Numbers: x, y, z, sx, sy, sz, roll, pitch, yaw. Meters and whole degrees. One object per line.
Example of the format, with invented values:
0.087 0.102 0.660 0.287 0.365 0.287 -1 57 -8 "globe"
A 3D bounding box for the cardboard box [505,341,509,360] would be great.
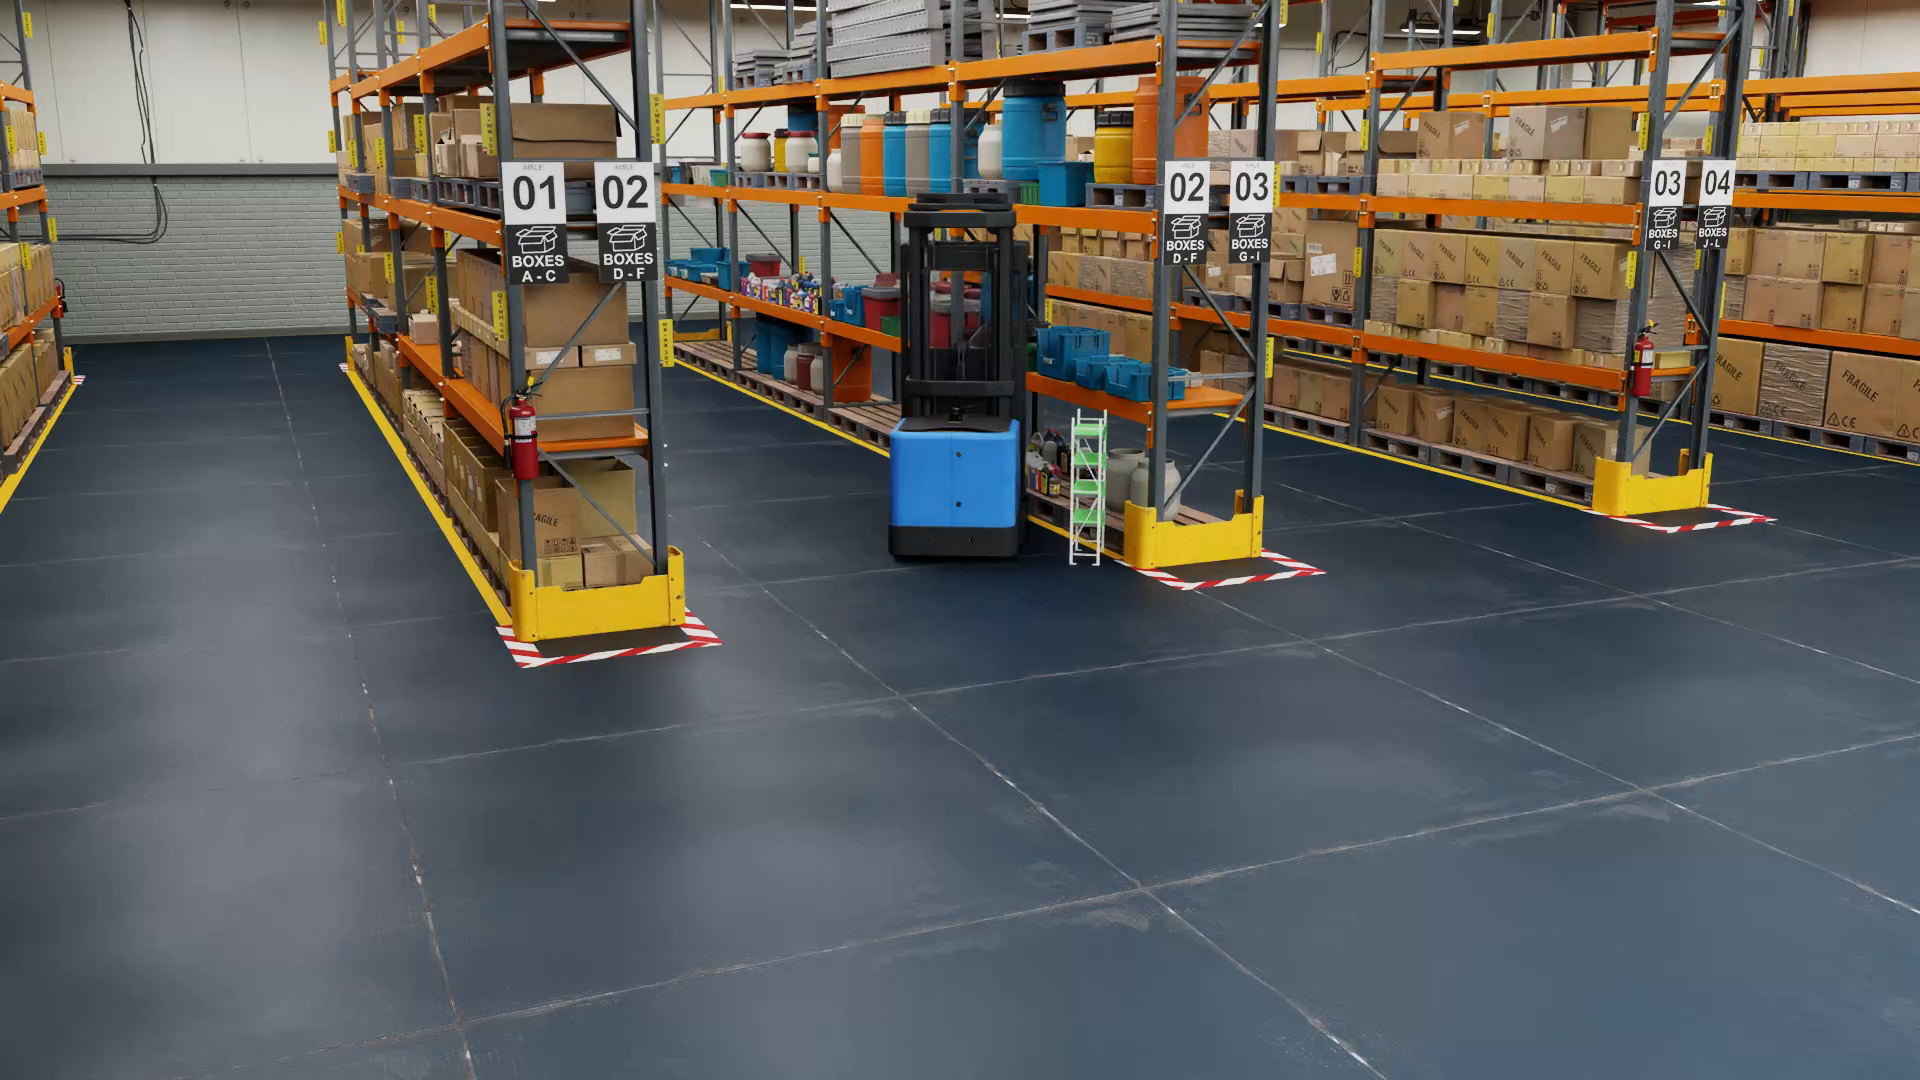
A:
-3.083 -1.387 12.049 0.380 0.149 0.250 -6 14 -24 "cardboard box"

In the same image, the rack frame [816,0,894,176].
-1.211 -5.876 19.800 1.000 3.000 0.127 -6 14 -23 "rack frame"

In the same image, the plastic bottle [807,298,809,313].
-1.886 -2.974 21.009 0.097 0.201 0.097 0 13 0 "plastic bottle"

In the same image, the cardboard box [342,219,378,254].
-9.019 -4.579 25.065 0.500 0.500 0.500 -5 14 -21 "cardboard box"

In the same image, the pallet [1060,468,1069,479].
0.622 -0.625 16.604 1.003 0.211 1.213 -6 14 -23 "pallet"

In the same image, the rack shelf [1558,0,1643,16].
11.606 -8.900 27.092 1.077 0.370 4.000 -6 14 -23 "rack shelf"

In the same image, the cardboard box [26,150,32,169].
-12.534 -5.011 21.894 0.500 0.250 0.500 -6 14 -25 "cardboard box"

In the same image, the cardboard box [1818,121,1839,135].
9.860 -4.613 18.632 0.380 0.149 0.250 -6 14 -23 "cardboard box"

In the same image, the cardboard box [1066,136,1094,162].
1.966 -5.822 25.069 0.700 0.500 0.500 -5 14 -22 "cardboard box"

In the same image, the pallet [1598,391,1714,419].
9.137 -1.795 21.658 1.003 0.211 1.213 -6 14 -23 "pallet"

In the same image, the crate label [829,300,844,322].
-1.386 -2.750 19.973 0.303 0.233 0.416 -6 14 -23 "crate label"

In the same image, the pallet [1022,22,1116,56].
1.240 -4.342 14.480 1.003 0.211 1.213 -6 14 -23 "pallet"

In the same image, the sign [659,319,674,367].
-2.035 -1.363 11.510 0.100 0.325 0.005 -6 14 -23 "sign"

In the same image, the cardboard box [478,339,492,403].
-3.551 -1.425 13.653 0.700 0.500 0.500 -5 14 -22 "cardboard box"

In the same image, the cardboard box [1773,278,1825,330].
10.023 -2.765 19.332 0.875 0.550 0.550 -6 14 -23 "cardboard box"

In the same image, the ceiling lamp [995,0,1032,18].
1.371 -11.603 31.601 2.000 3.185 0.800 -6 14 -23 "ceiling lamp"

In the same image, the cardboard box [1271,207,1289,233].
5.662 -5.514 28.441 0.500 0.500 0.500 -6 14 -25 "cardboard box"

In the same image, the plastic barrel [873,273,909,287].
-0.747 -2.951 20.165 0.600 0.536 0.708 -6 14 -23 "plastic barrel"

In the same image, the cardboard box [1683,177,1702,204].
6.576 -3.259 15.477 0.500 0.250 0.500 -5 14 -21 "cardboard box"

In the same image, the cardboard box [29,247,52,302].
-12.978 -3.603 22.621 0.980 0.700 0.700 -6 14 -23 "cardboard box"

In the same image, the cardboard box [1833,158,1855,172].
9.958 -4.173 18.500 0.380 0.149 0.250 -5 14 -22 "cardboard box"

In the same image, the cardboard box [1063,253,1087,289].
1.882 -4.054 25.012 0.500 0.500 0.500 -6 14 -23 "cardboard box"

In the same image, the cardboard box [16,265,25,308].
-11.475 -3.015 19.820 0.500 0.500 0.500 -6 14 -24 "cardboard box"

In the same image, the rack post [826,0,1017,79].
-0.476 -5.546 17.931 1.013 1.000 3.121 -6 14 -23 "rack post"

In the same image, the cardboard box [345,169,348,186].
-8.386 -5.108 23.468 0.500 0.250 0.500 -6 14 -23 "cardboard box"

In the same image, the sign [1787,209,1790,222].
15.859 -6.186 31.877 0.100 0.325 0.005 -6 14 -23 "sign"

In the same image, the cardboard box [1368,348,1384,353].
6.799 -3.248 26.363 0.500 0.500 0.500 -5 14 -22 "cardboard box"

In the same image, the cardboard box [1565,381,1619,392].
8.801 -2.429 22.272 1.050 0.750 0.750 -6 14 -23 "cardboard box"

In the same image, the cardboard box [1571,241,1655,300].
6.085 -2.520 15.505 0.500 0.500 0.500 -6 14 -23 "cardboard box"

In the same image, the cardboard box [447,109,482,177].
-3.605 -3.113 13.043 0.797 0.503 0.637 -4 14 -17 "cardboard box"

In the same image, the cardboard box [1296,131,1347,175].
4.454 -4.591 19.740 0.797 0.503 0.637 -5 14 -21 "cardboard box"

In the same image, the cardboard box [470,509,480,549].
-3.644 -0.111 13.366 0.500 0.250 0.500 -6 14 -23 "cardboard box"

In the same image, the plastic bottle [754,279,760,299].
-2.809 -3.485 23.059 0.097 0.271 0.097 0 13 0 "plastic bottle"

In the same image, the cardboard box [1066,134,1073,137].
1.356 -6.146 26.247 0.700 0.500 0.500 -7 15 -26 "cardboard box"

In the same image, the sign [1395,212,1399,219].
8.692 -6.360 33.100 0.100 0.325 0.005 -6 14 -23 "sign"

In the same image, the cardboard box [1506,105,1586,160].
5.679 -3.943 16.113 0.500 0.500 0.500 -6 14 -23 "cardboard box"

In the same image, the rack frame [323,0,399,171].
-8.956 -7.082 25.011 1.000 3.000 0.127 -6 14 -23 "rack frame"

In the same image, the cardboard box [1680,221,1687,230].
11.748 -5.020 26.967 0.500 0.500 0.500 -5 14 -22 "cardboard box"

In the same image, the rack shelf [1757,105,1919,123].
16.153 -7.535 29.452 1.077 0.370 4.000 -6 14 -23 "rack shelf"

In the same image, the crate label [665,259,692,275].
-4.618 -4.473 27.281 0.416 0.233 0.303 -6 14 -23 "crate label"

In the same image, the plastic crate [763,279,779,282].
-2.869 -3.789 24.541 0.396 0.136 0.243 -6 14 -23 "plastic crate"

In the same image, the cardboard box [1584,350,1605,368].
6.129 -1.717 15.693 0.380 0.149 0.250 -6 14 -23 "cardboard box"

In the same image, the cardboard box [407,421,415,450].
-5.608 -1.133 17.779 0.500 0.250 0.500 -6 14 -25 "cardboard box"

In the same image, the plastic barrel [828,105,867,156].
-1.436 -4.946 20.550 0.600 0.830 0.708 -6 14 -23 "plastic barrel"

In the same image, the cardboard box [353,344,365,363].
-8.797 -2.793 24.906 0.500 0.250 0.500 -6 14 -23 "cardboard box"

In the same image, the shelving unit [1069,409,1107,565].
1.050 -0.439 13.606 0.258 1.200 0.503 2 13 9 "shelving unit"

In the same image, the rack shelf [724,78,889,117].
-2.012 -5.744 21.711 1.077 0.370 4.000 -6 14 -23 "rack shelf"

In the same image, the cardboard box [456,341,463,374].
-4.386 -1.705 15.415 0.500 0.250 0.500 -5 14 -19 "cardboard box"

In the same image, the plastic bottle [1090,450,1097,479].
1.294 -0.721 15.909 0.097 0.271 0.097 0 13 0 "plastic bottle"

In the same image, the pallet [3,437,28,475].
-10.535 -0.869 17.658 1.003 0.211 1.213 -6 14 -23 "pallet"

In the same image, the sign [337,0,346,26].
-7.858 -6.704 21.131 0.100 0.325 0.005 -6 14 -23 "sign"

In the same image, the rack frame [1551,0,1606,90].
10.805 -8.045 29.171 1.000 3.000 0.127 -6 14 -23 "rack frame"

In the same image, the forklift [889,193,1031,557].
0.053 -1.569 14.650 1.130 2.935 3.031 1 13 4 "forklift"

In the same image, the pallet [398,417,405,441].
-6.015 -1.305 19.542 1.003 0.211 1.213 -6 14 -23 "pallet"

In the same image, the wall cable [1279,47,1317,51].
7.356 -10.088 38.000 2.355 3.000 0.029 -6 14 -23 "wall cable"

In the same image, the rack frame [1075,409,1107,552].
1.090 -0.493 13.840 0.240 1.200 0.015 2 13 9 "rack frame"
